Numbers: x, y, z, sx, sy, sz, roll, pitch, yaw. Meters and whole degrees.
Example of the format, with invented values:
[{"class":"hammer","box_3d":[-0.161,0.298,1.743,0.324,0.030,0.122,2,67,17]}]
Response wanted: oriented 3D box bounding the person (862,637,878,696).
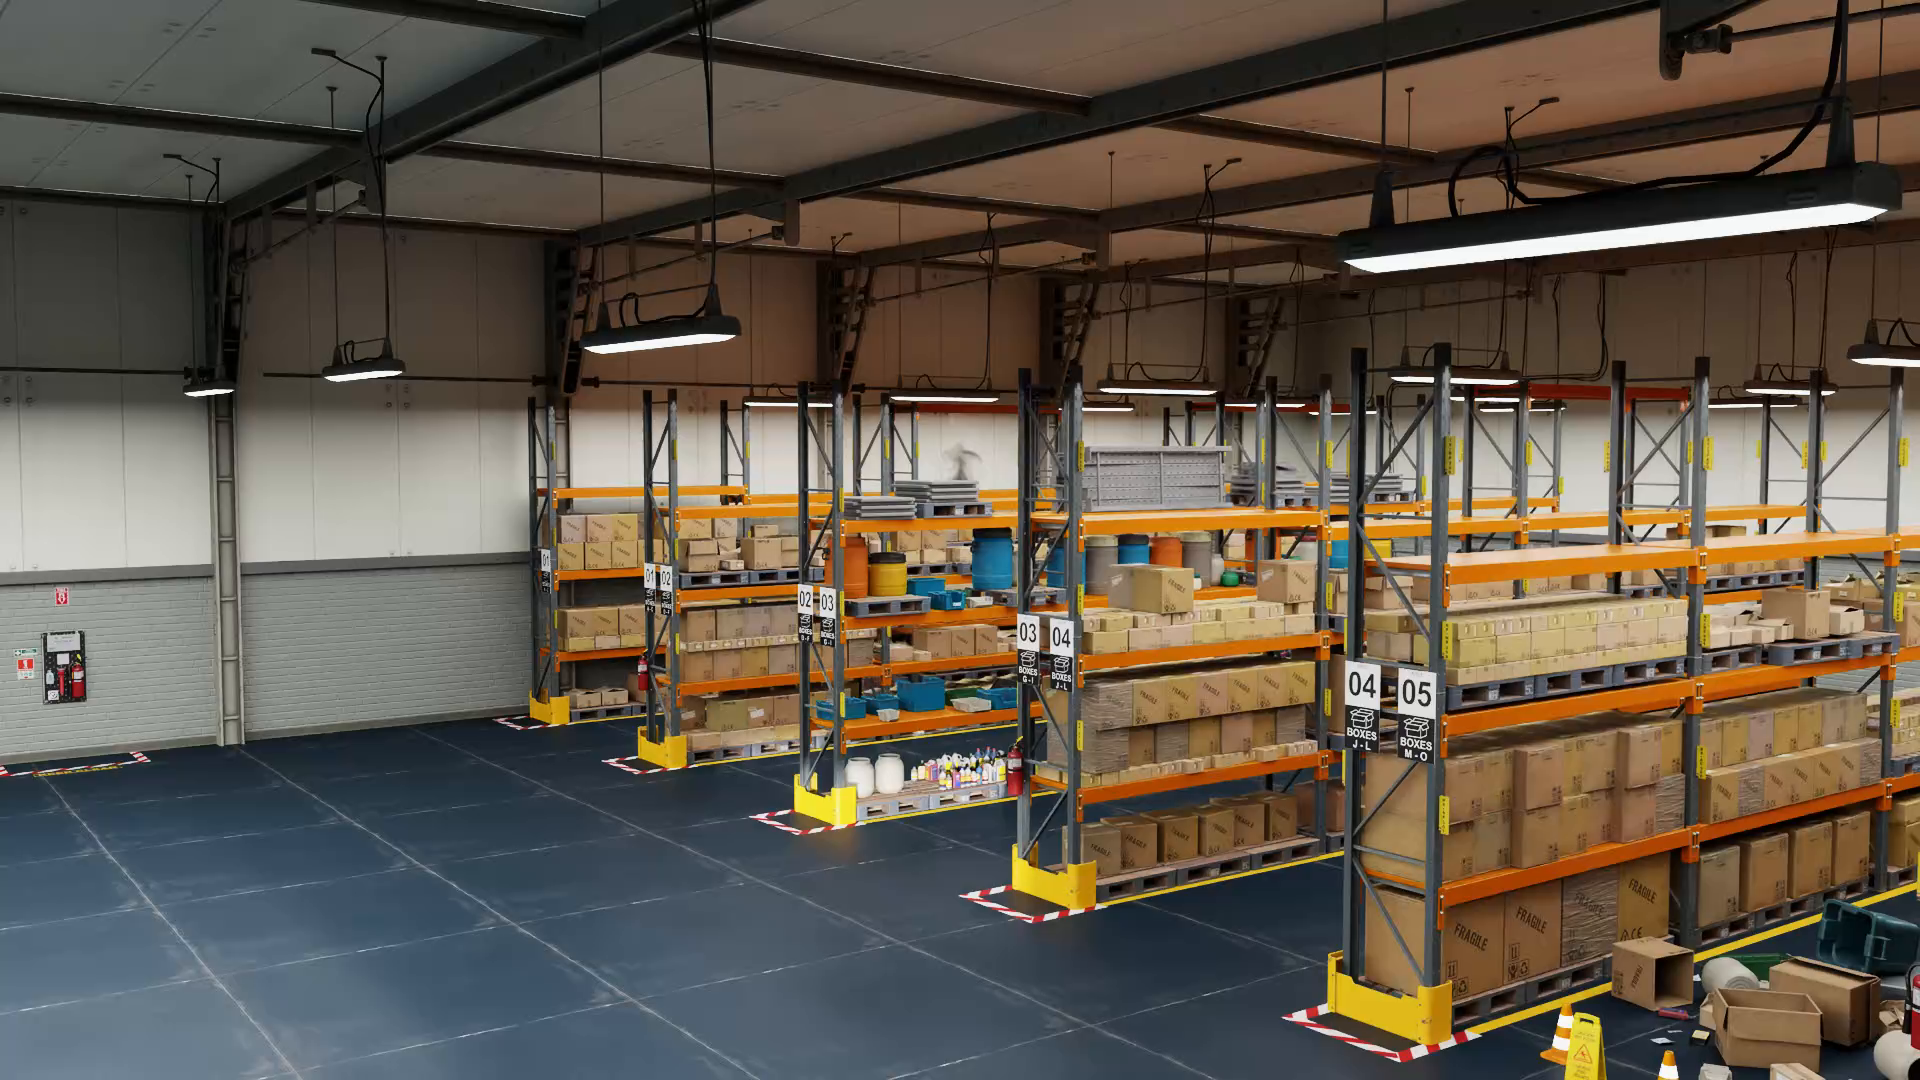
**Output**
[{"class":"person","box_3d":[-1.682,2.480,31.306,0.914,1.645,0.586,-3,4,-37]}]
